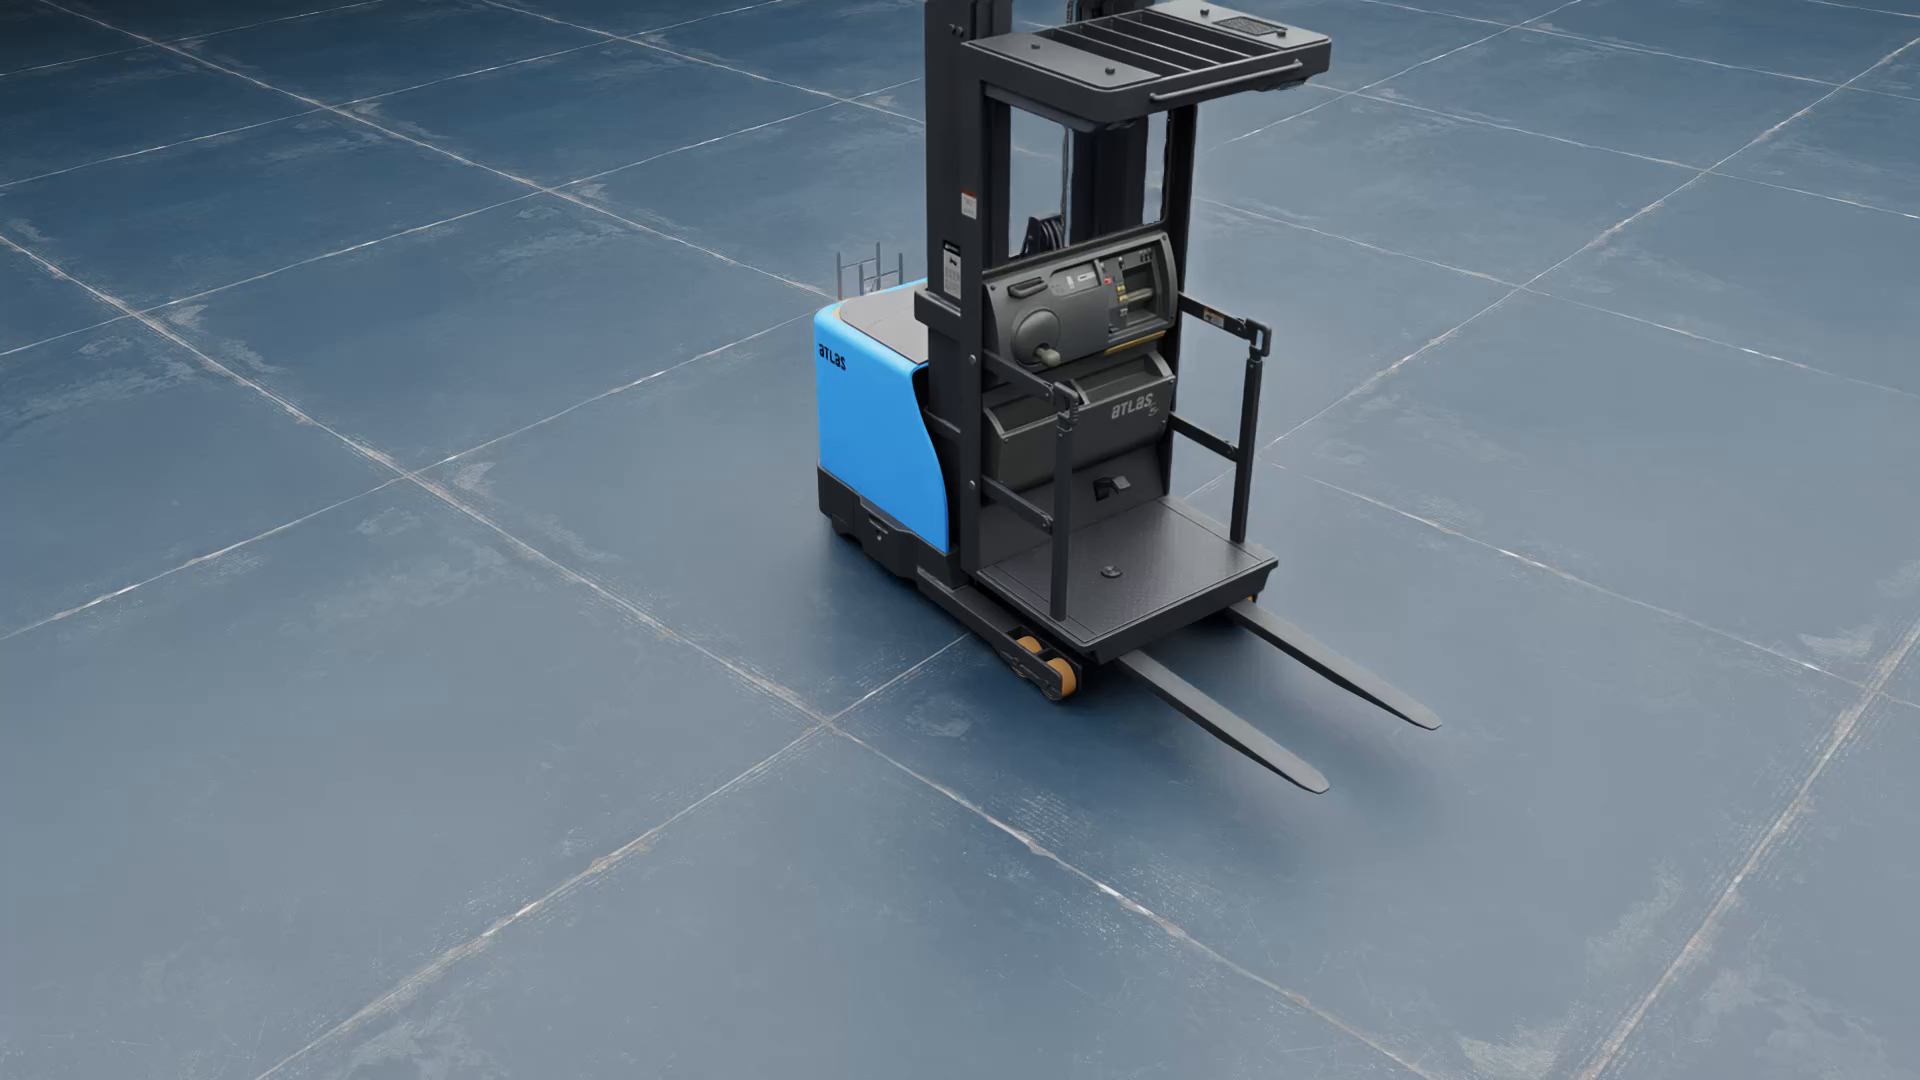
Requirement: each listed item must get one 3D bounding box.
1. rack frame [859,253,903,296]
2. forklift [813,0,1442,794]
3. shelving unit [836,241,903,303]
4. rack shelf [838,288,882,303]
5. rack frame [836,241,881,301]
[{"bbox_3d":[-0.359,-0.763,7.855,0.240,1.200,0.006,-21,37,-31],"label":"rack frame"},{"bbox_3d":[0.619,-0.902,6.406,1.130,2.935,3.031,-21,37,-31],"label":"forklift"},{"bbox_3d":[-0.414,-0.801,7.917,0.258,1.200,0.189,-21,37,-31],"label":"shelving unit"},{"bbox_3d":[-0.414,-1.071,7.755,0.258,0.103,0.180,-21,37,-31],"label":"rack shelf"},{"bbox_3d":[-0.469,-0.839,7.980,0.240,1.200,0.006,-21,37,-31],"label":"rack frame"}]
